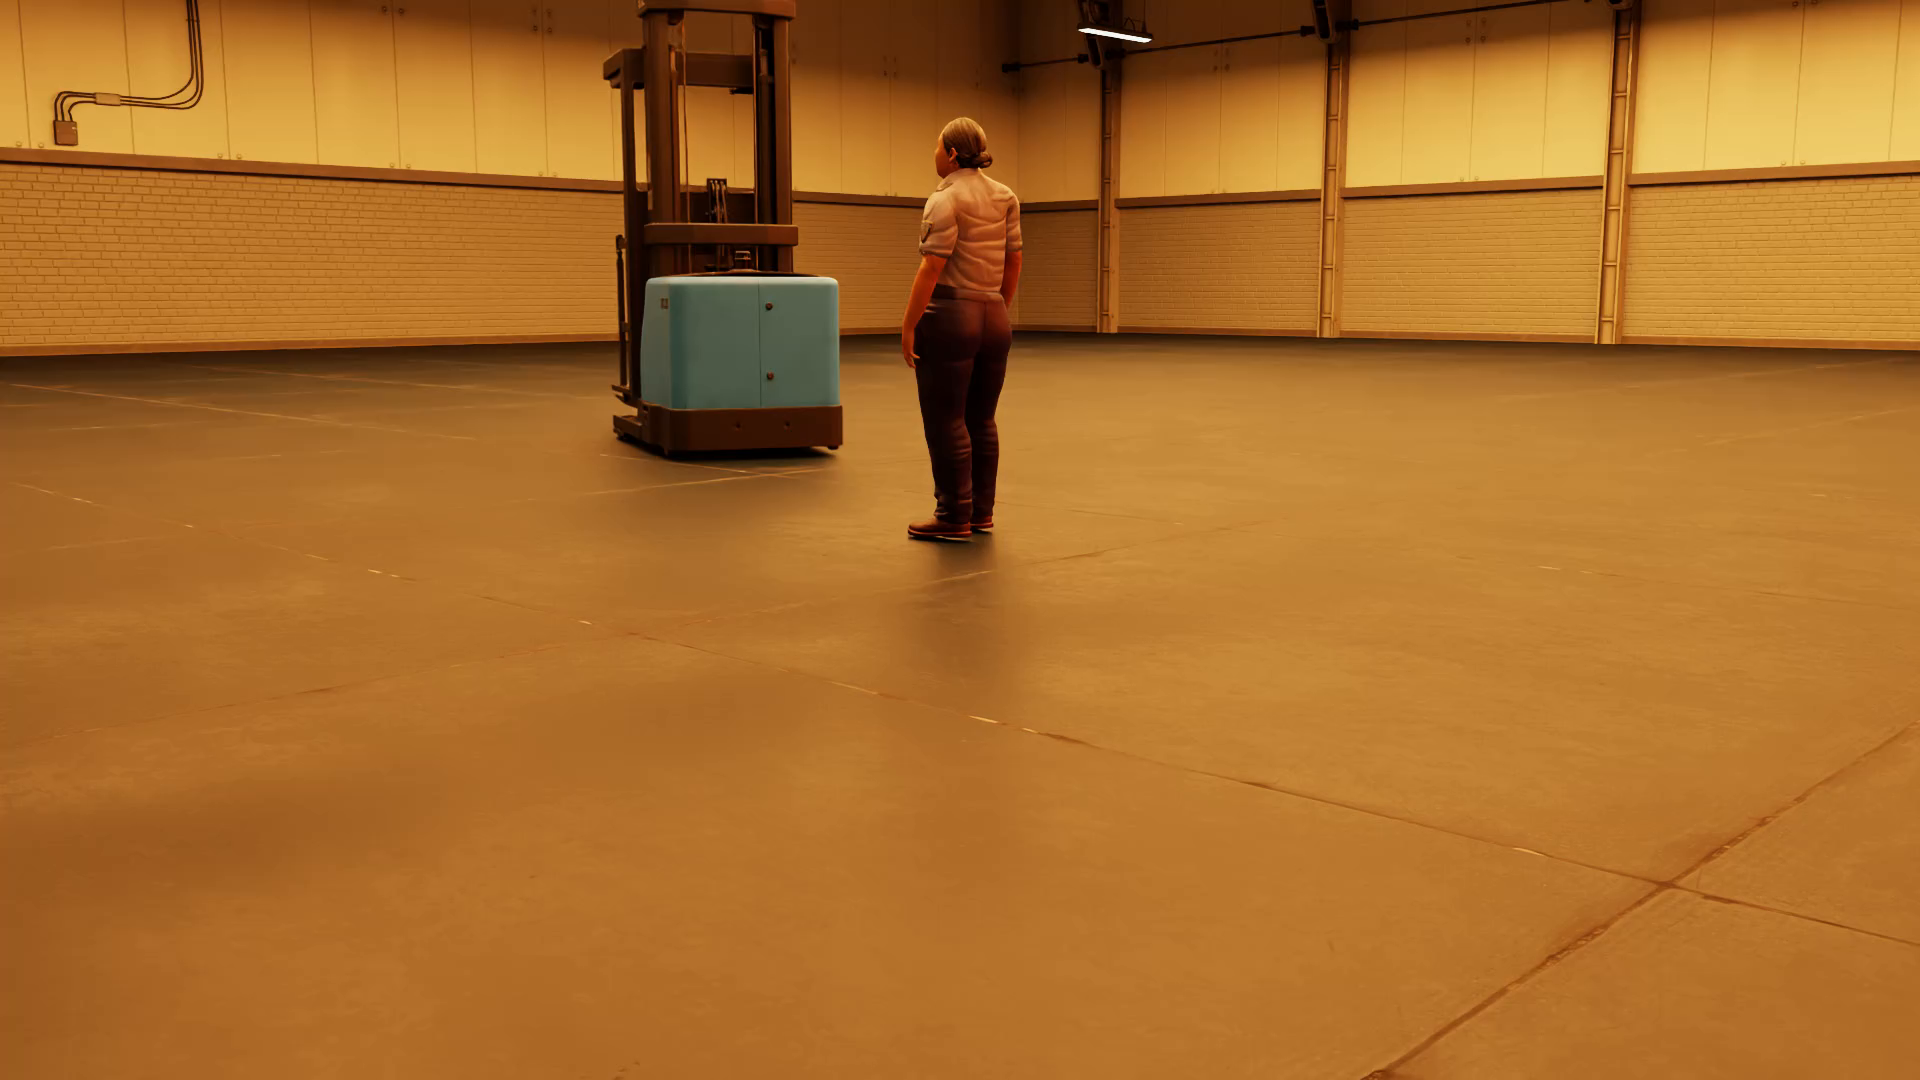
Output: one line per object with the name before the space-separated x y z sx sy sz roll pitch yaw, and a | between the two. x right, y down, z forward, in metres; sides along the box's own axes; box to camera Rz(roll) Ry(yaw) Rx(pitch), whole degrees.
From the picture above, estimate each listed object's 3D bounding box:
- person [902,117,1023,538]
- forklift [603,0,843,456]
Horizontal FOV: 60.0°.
person | -0.049 -0.830 6.673 0.502 1.643 0.598 8 12 43
forklift | -1.714 -2.127 10.998 1.130 2.935 3.031 -3 9 -21
